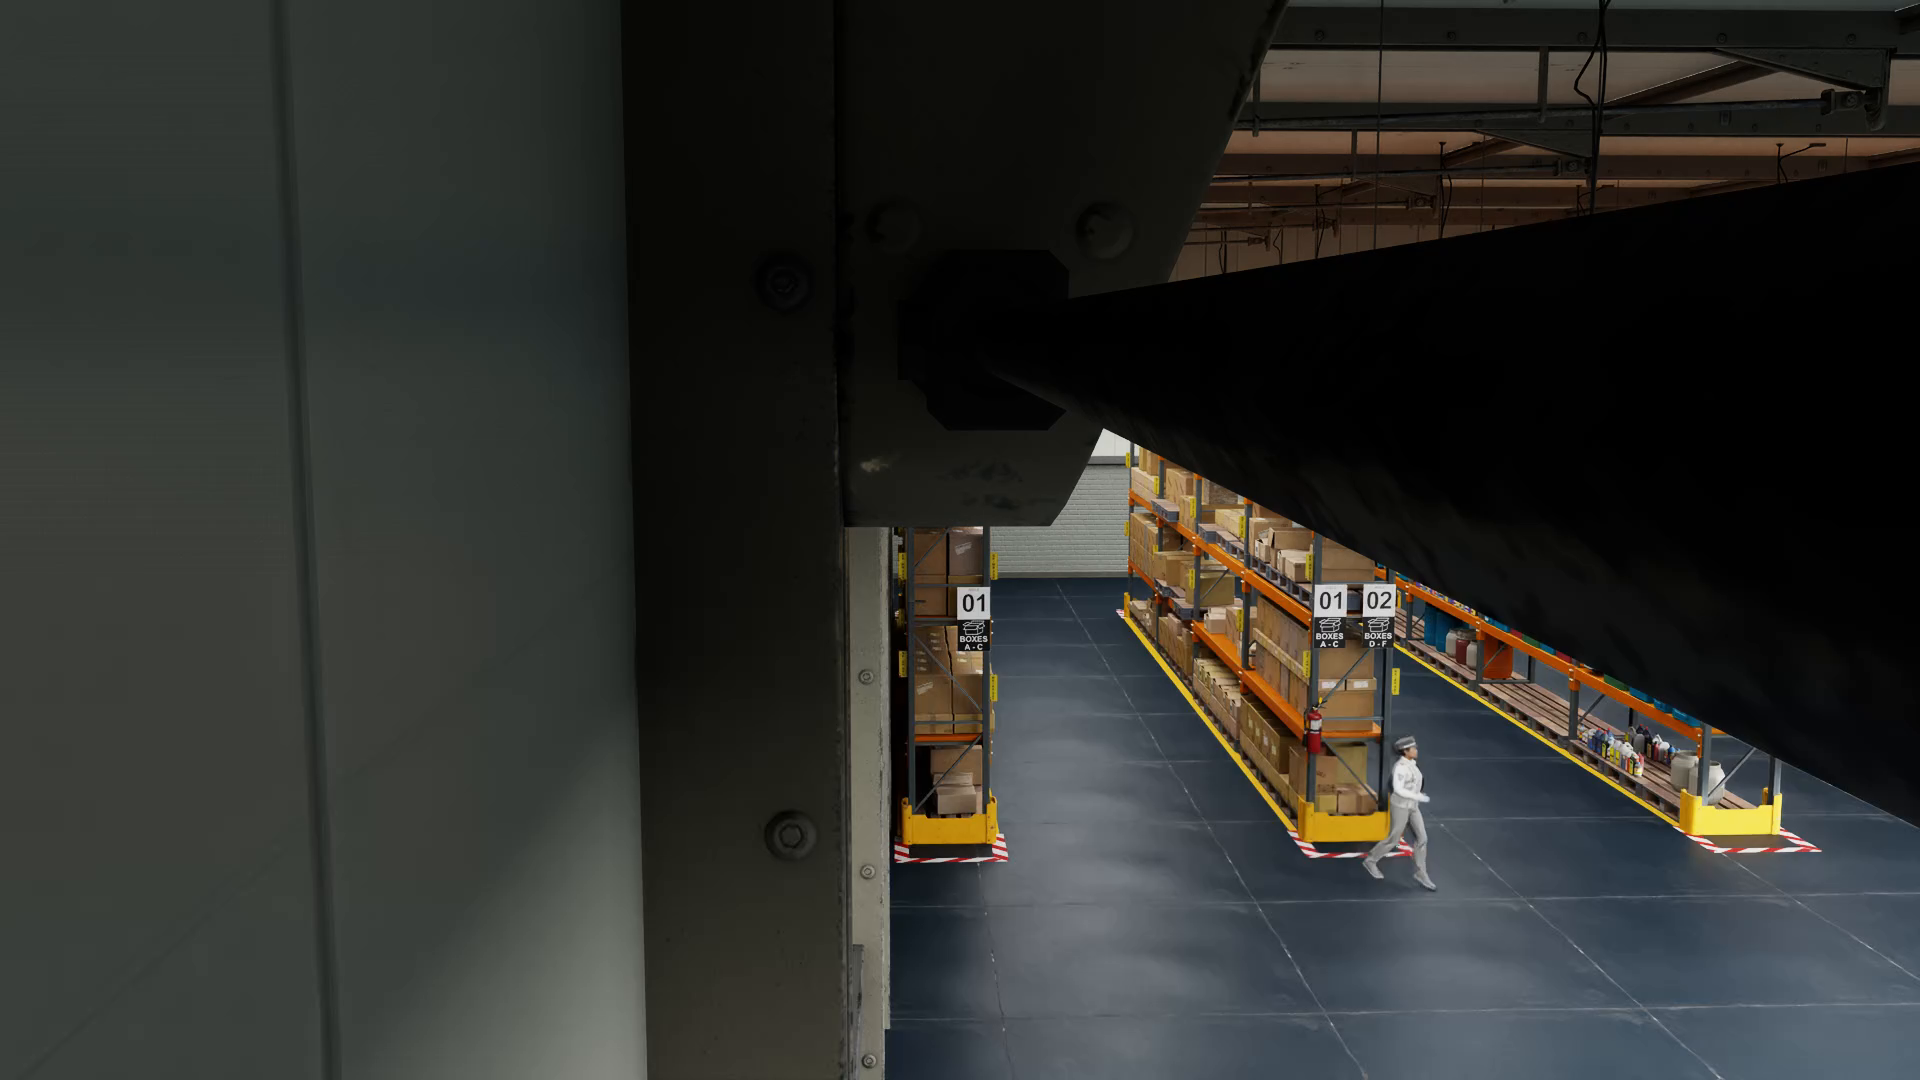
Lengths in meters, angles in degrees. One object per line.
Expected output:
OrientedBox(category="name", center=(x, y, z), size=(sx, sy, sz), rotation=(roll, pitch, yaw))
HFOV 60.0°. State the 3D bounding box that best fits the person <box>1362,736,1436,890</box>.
OrientedBox(category="person", center=(5.045, 3.076, 18.945), size=(0.843, 1.723, 0.597), rotation=(5, 9, 35))
